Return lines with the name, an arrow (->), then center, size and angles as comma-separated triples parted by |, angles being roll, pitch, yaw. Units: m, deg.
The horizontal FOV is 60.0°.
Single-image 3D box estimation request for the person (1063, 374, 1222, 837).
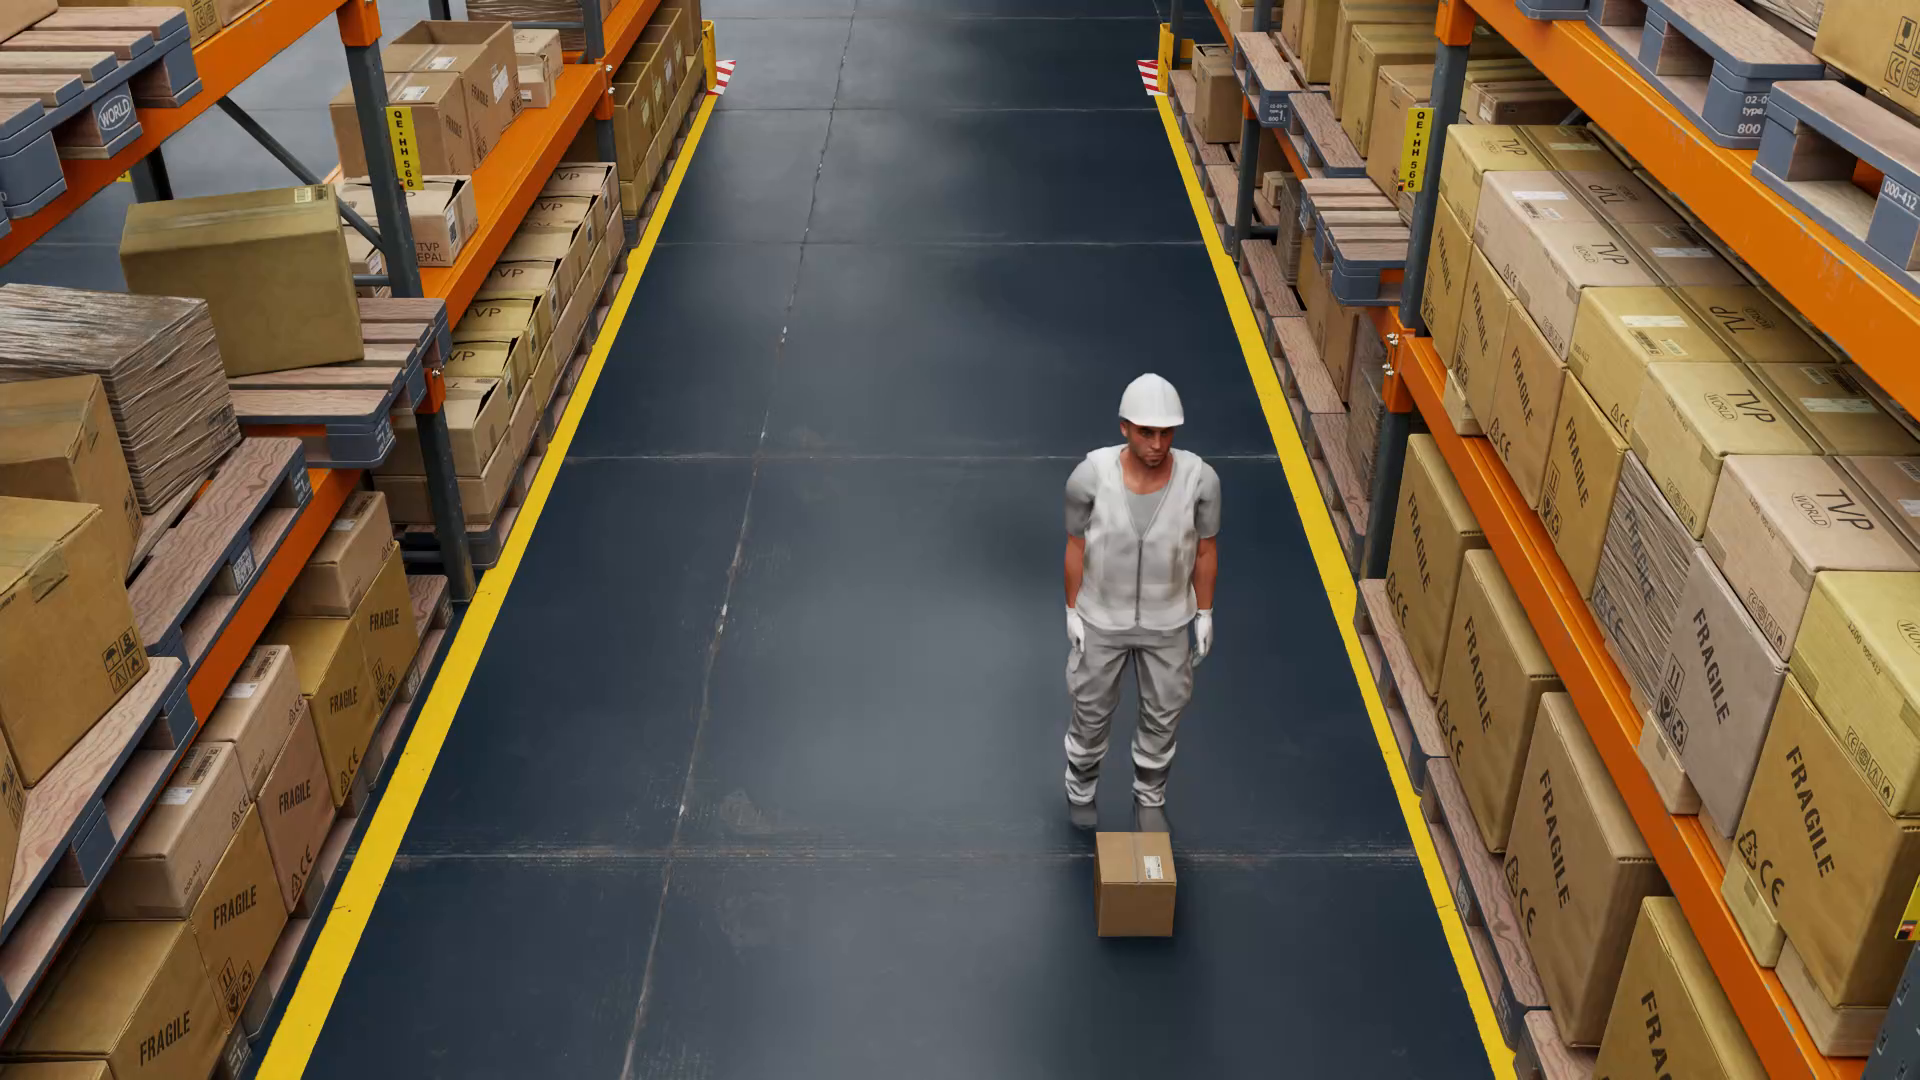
person -> 0.604, 0.288, 5.685 | 0.524, 1.836, 0.353 | 1, 31, 1
